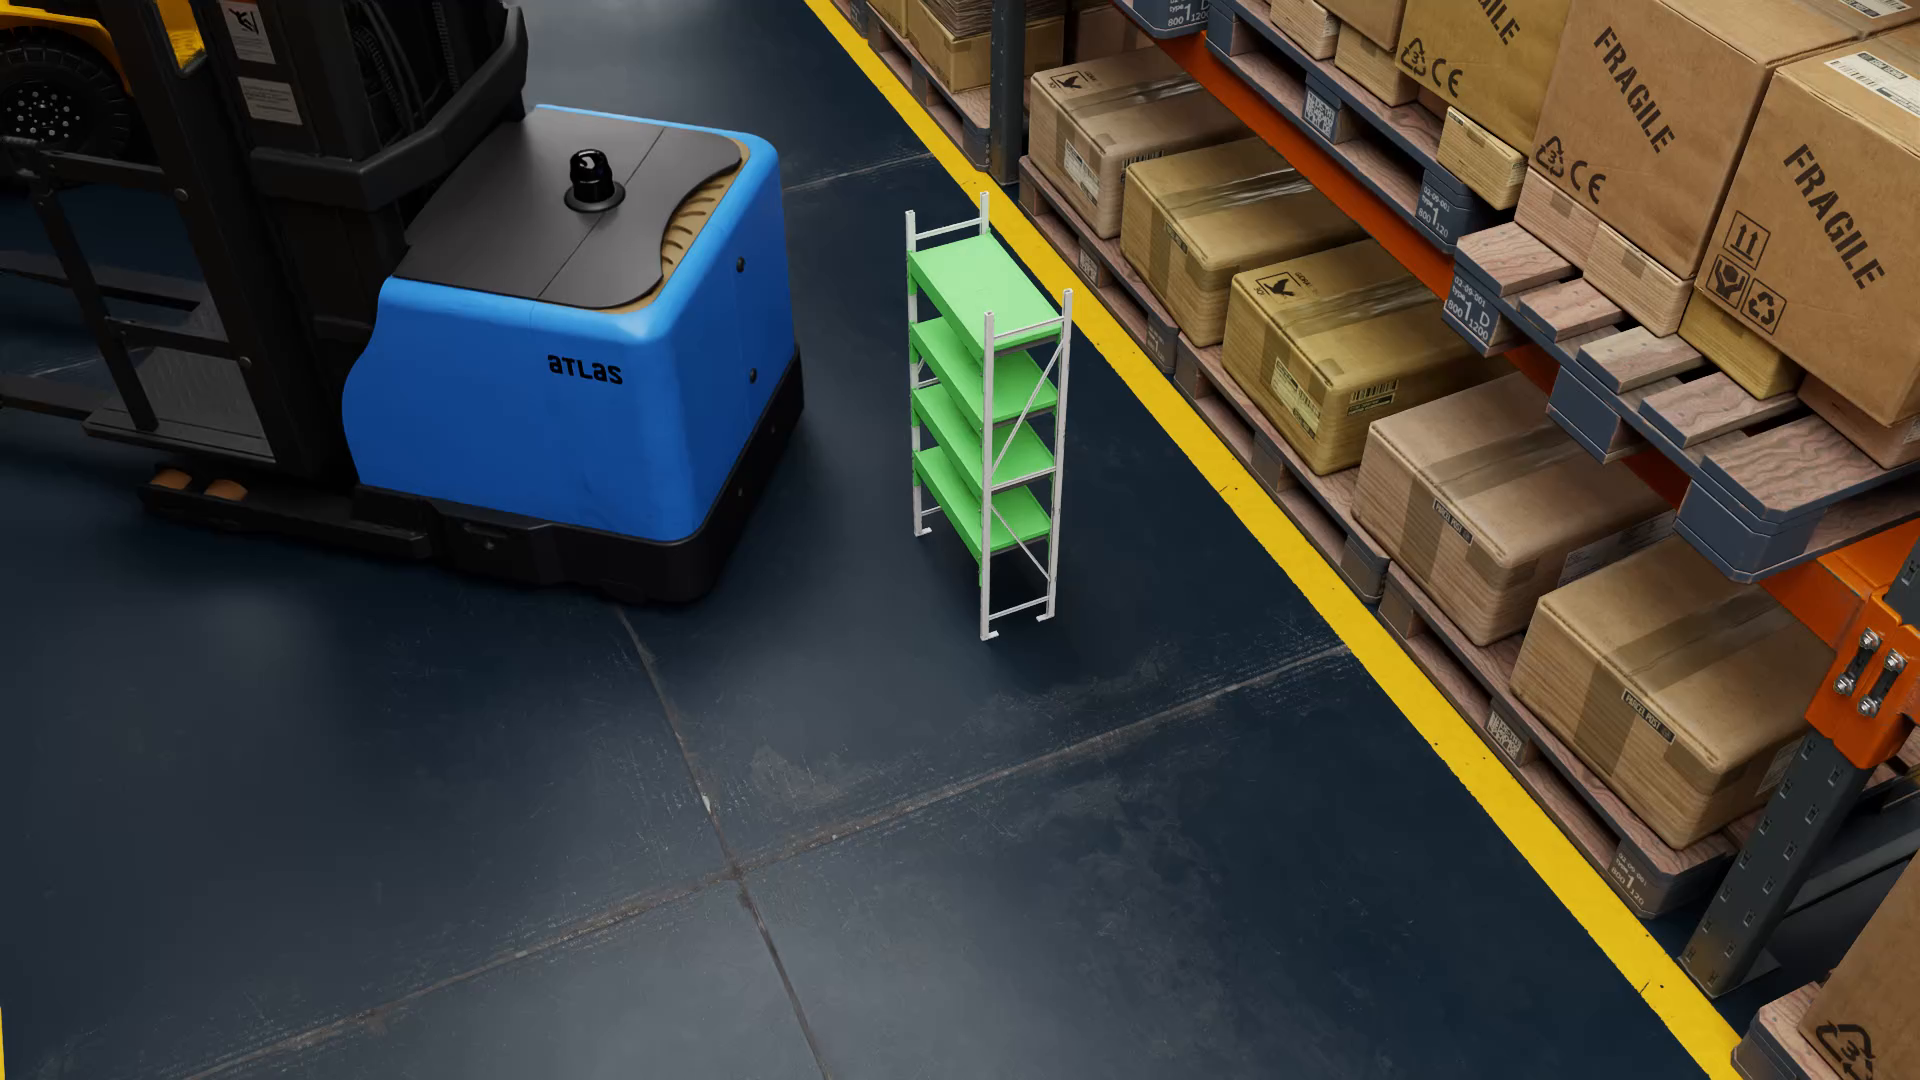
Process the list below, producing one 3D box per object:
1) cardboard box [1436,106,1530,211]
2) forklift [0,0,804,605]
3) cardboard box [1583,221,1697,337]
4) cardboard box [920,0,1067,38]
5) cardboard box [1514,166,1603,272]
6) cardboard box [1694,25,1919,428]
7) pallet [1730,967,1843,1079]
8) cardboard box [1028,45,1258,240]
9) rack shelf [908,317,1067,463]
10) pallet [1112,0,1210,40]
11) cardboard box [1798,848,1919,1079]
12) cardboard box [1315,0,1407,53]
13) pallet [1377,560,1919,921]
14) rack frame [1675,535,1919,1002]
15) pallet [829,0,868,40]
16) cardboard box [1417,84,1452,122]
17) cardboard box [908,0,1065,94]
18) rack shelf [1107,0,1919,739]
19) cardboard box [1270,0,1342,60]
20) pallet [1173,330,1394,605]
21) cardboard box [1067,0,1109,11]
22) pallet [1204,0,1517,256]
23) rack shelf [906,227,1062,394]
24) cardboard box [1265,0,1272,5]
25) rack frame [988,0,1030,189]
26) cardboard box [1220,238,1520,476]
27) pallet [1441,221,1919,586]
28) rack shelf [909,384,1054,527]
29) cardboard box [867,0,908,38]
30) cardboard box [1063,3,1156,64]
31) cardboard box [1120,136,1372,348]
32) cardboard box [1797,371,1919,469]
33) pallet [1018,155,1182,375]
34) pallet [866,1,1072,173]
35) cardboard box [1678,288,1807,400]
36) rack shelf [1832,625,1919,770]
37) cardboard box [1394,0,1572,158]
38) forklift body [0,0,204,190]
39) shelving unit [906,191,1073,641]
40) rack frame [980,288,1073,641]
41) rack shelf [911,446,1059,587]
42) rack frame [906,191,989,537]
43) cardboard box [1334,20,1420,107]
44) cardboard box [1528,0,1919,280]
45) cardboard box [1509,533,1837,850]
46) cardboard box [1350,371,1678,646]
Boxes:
[{"bbox_3d":[1.374,-0.948,3.955,0.380,0.149,0.250,-17,47,-17],"label":"cardboard box"},{"bbox_3d":[-2.100,-1.419,4.601,3.031,2.935,1.130,11,46,11],"label":"forklift"},{"bbox_3d":[1.601,-0.614,3.616,0.380,0.149,0.250,-18,48,-18],"label":"cardboard box"},{"bbox_3d":[0.103,-2.402,6.673,0.500,0.500,0.500,-19,48,-18],"label":"cardboard box"},{"bbox_3d":[1.502,-0.776,3.781,0.380,0.149,0.250,-20,48,-19],"label":"cardboard box"},{"bbox_3d":[1.834,-0.616,3.157,0.500,0.500,0.500,-19,48,-19],"label":"cardboard box"},{"bbox_3d":[2.540,1.400,3.681,1.003,0.211,1.213,-18,47,-17],"label":"pallet"},{"bbox_3d":[0.818,-1.547,6.254,0.950,0.372,0.625,-17,47,-17],"label":"cardboard box"},{"bbox_3d":[0.070,-0.447,4.598,0.258,0.148,0.480,-18,47,-17],"label":"rack shelf"},{"bbox_3d":[0.785,-2.068,5.347,1.003,0.211,1.213,-18,47,-17],"label":"pallet"},{"bbox_3d":[2.492,0.954,3.361,0.875,0.875,0.875,-18,48,-18],"label":"cardboard box"},{"bbox_3d":[1.165,-1.612,4.166,0.500,0.500,0.500,-20,48,-19],"label":"cardboard box"},{"bbox_3d":[1.950,0.377,4.718,1.003,0.211,1.213,-18,47,-17],"label":"pallet"},{"bbox_3d":[2.277,-0.117,3.233,1.000,3.000,0.127,-18,47,-17],"label":"rack frame"},{"bbox_3d":[-0.236,-2.870,8.008,1.003,0.211,1.213,-18,47,-17],"label":"pallet"},{"bbox_3d":[1.383,-1.145,4.155,0.380,0.149,0.250,-18,47,-17],"label":"cardboard box"},{"bbox_3d":[0.103,-2.134,6.936,0.500,0.250,0.500,-16,47,-16],"label":"cardboard box"},{"bbox_3d":[1.436,-1.136,4.778,1.077,0.370,4.000,-18,47,-17],"label":"rack shelf"},{"bbox_3d":[1.064,-1.442,4.456,0.380,0.149,0.250,-16,47,-16],"label":"cardboard box"},{"bbox_3d":[1.441,-0.399,5.505,1.003,0.211,1.213,-18,47,-17],"label":"pallet"},{"bbox_3d":[0.592,-2.560,6.833,0.500,0.500,0.500,-16,47,-16],"label":"cardboard box"},{"bbox_3d":[1.408,-1.298,4.567,1.003,0.211,1.213,-18,47,-17],"label":"pallet"},{"bbox_3d":[0.070,-0.618,4.429,0.258,0.148,0.480,-18,47,-17],"label":"rack shelf"},{"bbox_3d":[0.999,-1.627,4.643,0.380,0.149,0.250,-18,47,-17],"label":"cardboard box"},{"bbox_3d":[0.595,-2.666,5.817,1.000,3.000,0.127,-18,47,-17],"label":"rack frame"},{"bbox_3d":[1.417,-0.647,5.342,0.950,0.372,0.625,-17,47,-16],"label":"cardboard box"},{"bbox_3d":[1.881,-0.472,3.729,1.213,0.211,1.003,-18,47,-17],"label":"pallet"},{"bbox_3d":[0.070,-0.276,4.767,0.258,0.148,0.480,-18,47,-17],"label":"rack shelf"},{"bbox_3d":[-0.130,-2.471,7.277,0.500,0.250,0.500,-19,48,-18],"label":"cardboard box"},{"bbox_3d":[0.592,-2.293,7.097,0.500,0.250,0.500,-20,48,-19],"label":"cardboard box"},{"bbox_3d":[1.123,-1.090,5.791,0.950,0.372,0.625,-15,47,-15],"label":"cardboard box"},{"bbox_3d":[1.926,-0.317,3.315,0.380,0.149,0.250,-16,47,-16],"label":"cardboard box"},{"bbox_3d":[0.924,-1.178,6.294,1.003,0.211,1.213,-18,47,-17],"label":"pallet"},{"bbox_3d":[0.281,-2.091,7.219,1.003,0.211,1.213,-18,47,-17],"label":"pallet"},{"bbox_3d":[1.747,-0.466,3.467,0.380,0.149,0.250,-17,47,-17],"label":"cardboard box"},{"bbox_3d":[3.118,1.413,2.194,1.077,0.370,4.000,-18,47,-17],"label":"rack shelf"},{"bbox_3d":[1.393,-1.263,3.813,0.500,0.500,0.500,-21,48,-20],"label":"cardboard box"},{"bbox_3d":[-3.136,-2.775,6.531,2.313,2.155,1.214,-18,47,-17],"label":"forklift body"},{"bbox_3d":[0.070,-0.322,4.722,0.258,1.200,0.503,-18,47,-17],"label":"shelving unit"},{"bbox_3d":[0.172,-0.166,4.564,0.240,1.200,0.015,-18,47,-17],"label":"rack frame"},{"bbox_3d":[0.070,-0.105,4.935,0.258,0.148,0.480,-18,47,-17],"label":"rack shelf"},{"bbox_3d":[-0.033,-0.477,4.879,0.240,1.200,0.015,-18,47,-17],"label":"rack frame"},{"bbox_3d":[1.202,-1.281,4.292,0.380,0.149,0.250,-19,48,-19],"label":"cardboard box"},{"bbox_3d":[1.606,-0.942,3.487,0.500,0.500,0.500,-19,48,-18],"label":"cardboard box"},{"bbox_3d":[2.049,0.306,4.377,0.950,0.372,0.625,-21,48,-20],"label":"cardboard box"},{"bbox_3d":[1.731,-0.162,4.851,0.950,0.372,0.625,-19,48,-18],"label":"cardboard box"}]
